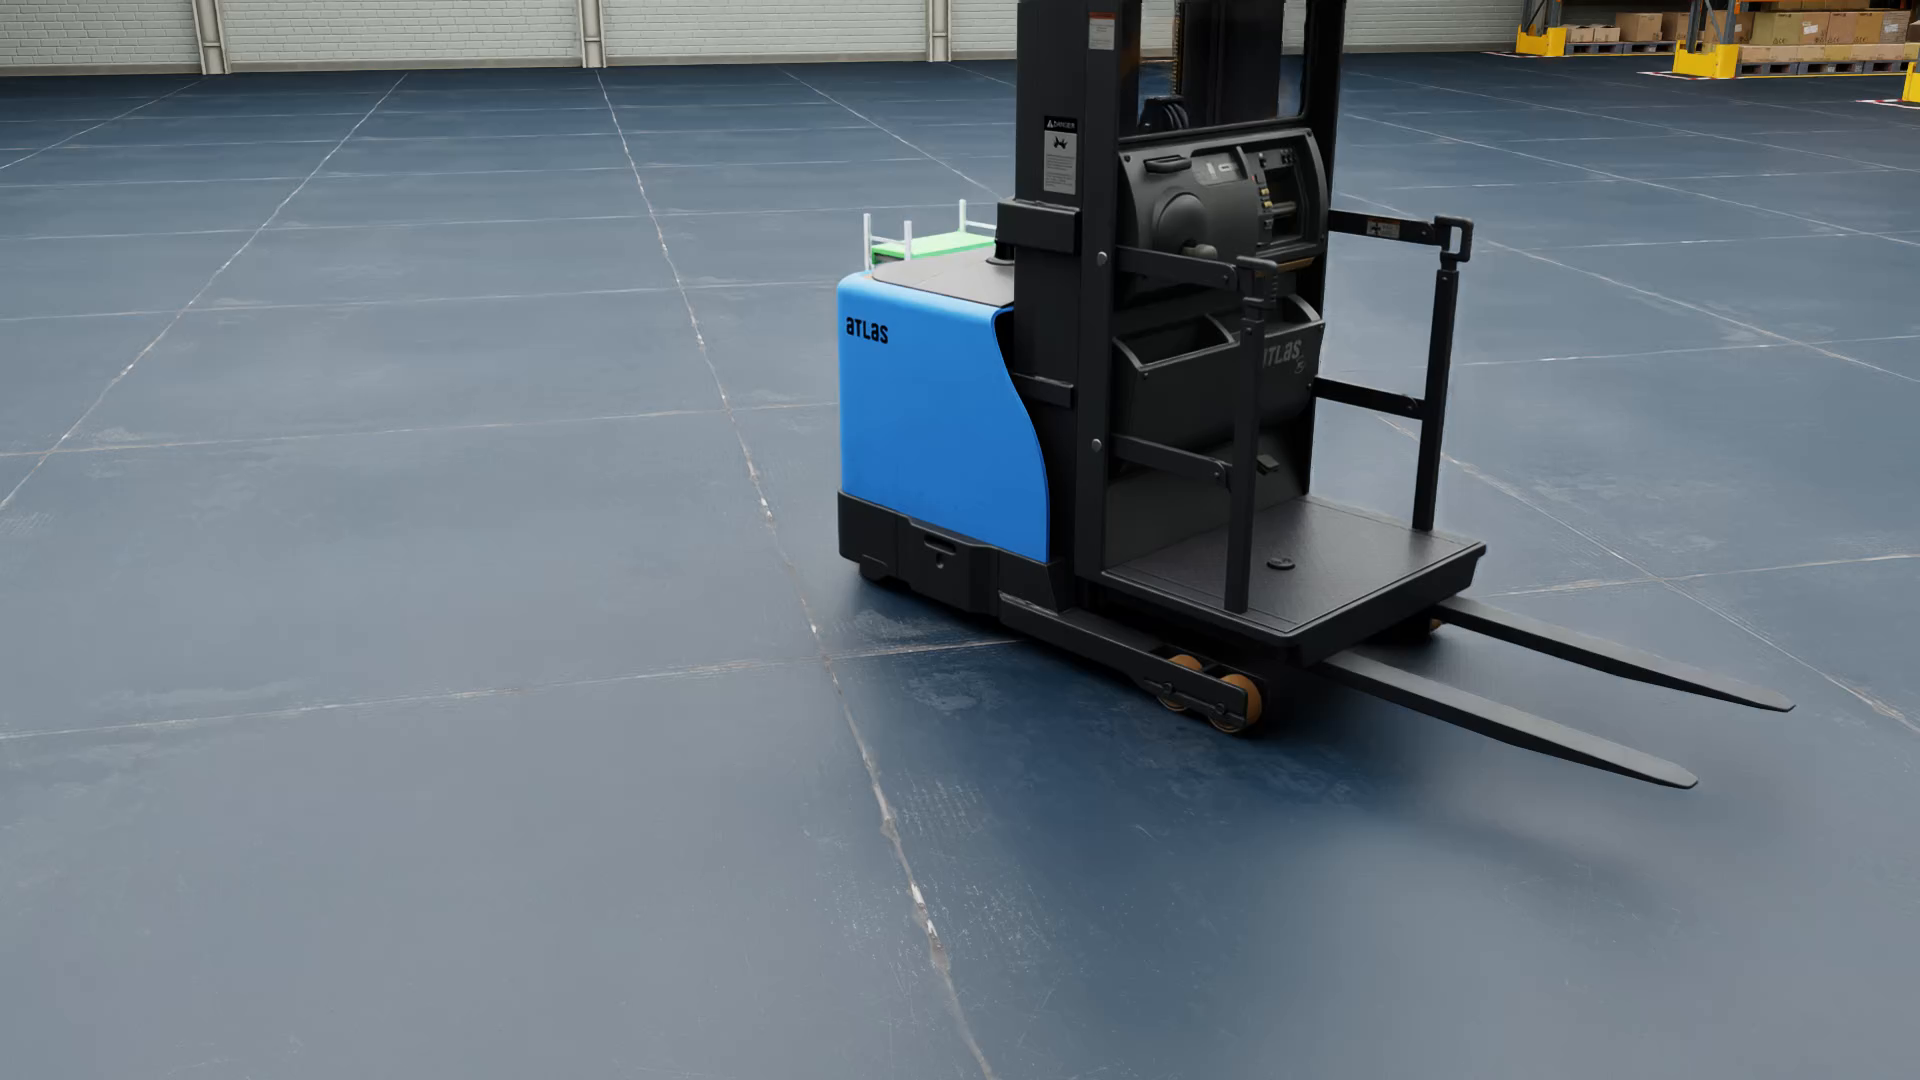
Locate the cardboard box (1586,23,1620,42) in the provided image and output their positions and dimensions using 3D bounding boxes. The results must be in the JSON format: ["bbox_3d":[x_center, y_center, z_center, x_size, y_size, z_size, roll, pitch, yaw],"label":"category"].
[{"bbox_3d":[12.062,-9.554,31.305,0.500,0.311,0.500,-3,20,-8],"label":"cardboard box"}]

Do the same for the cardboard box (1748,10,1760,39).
[{"bbox_3d":[15.418,-9.954,32.121,0.500,0.500,0.700,-4,20,-11],"label":"cardboard box"}]

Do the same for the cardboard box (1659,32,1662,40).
[{"bbox_3d":[13.145,-9.605,31.680,0.250,0.149,0.380,-6,21,-17],"label":"cardboard box"}]

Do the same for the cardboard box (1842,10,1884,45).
[{"bbox_3d":[14.474,-8.271,26.829,0.500,0.500,0.500,-5,21,-12],"label":"cardboard box"}]

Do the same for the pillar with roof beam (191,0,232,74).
[{"bbox_3d":[-11.070,-10.362,21.518,0.400,9.000,9.100,-5,21,-12],"label":"pillar with roof beam"}]

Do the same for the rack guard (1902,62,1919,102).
[{"bbox_3d":[13.156,-6.072,22.164,0.348,0.500,1.175,-5,21,-12],"label":"rack guard"}]

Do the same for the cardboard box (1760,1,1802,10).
[{"bbox_3d":[15.846,-10.342,32.090,0.500,0.250,0.500,-5,21,-14],"label":"cardboard box"}]

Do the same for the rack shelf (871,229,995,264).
[{"bbox_3d":[-0.087,-1.049,6.223,0.480,0.148,0.258,-18,27,-41],"label":"rack shelf"}]

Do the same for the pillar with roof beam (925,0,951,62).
[{"bbox_3d":[0.608,-11.311,24.111,0.400,9.000,9.100,-5,21,-12],"label":"pillar with roof beam"}]

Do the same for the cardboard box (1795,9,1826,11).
[{"bbox_3d":[13.867,-8.406,27.198,0.500,0.500,0.500,-5,21,-12],"label":"cardboard box"}]

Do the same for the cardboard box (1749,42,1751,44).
[{"bbox_3d":[12.895,-7.974,27.108,0.500,0.250,0.500,-5,21,-12],"label":"cardboard box"}]

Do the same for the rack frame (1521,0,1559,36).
[{"bbox_3d":[10.813,-10.540,30.728,0.127,3.000,1.000,-5,21,-12],"label":"rack frame"}]

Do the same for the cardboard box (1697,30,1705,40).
[{"bbox_3d":[14.192,-9.681,31.861,0.250,0.166,0.380,-7,21,-20],"label":"cardboard box"}]

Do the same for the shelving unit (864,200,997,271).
[{"bbox_3d":[-0.087,-0.658,6.366,0.503,1.200,0.258,-18,27,-41],"label":"shelving unit"}]

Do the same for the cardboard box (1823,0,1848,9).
[{"bbox_3d":[16.841,-10.418,32.297,0.500,0.250,0.500,-5,21,-13],"label":"cardboard box"}]

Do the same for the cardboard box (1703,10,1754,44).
[{"bbox_3d":[12.410,-8.283,26.862,0.500,0.500,0.500,-5,21,-12],"label":"cardboard box"}]

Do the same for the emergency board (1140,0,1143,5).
[{"bbox_3d":[3.030,-10.233,29.889,0.626,1.169,0.157,-5,21,-12],"label":"emergency board"}]

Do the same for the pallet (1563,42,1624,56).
[{"bbox_3d":[11.686,-9.289,31.367,1.213,0.211,1.003,-5,21,-12],"label":"pallet"}]

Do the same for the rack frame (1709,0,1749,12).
[{"bbox_3d":[14.706,-10.857,31.592,0.127,3.000,1.000,-5,21,-12],"label":"rack frame"}]

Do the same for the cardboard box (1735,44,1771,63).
[{"bbox_3d":[12.530,-7.757,26.515,0.500,0.250,0.500,-5,21,-12],"label":"cardboard box"}]

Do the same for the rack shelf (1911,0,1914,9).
[{"bbox_3d":[17.796,-9.020,27.622,4.000,0.370,1.077,-5,21,-12],"label":"rack shelf"}]

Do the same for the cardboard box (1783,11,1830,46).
[{"bbox_3d":[13.500,-8.193,26.616,0.500,0.500,0.500,-5,21,-12],"label":"cardboard box"}]

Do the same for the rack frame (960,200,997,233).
[{"bbox_3d":[0.088,-0.716,6.526,0.015,1.200,0.240,-18,27,-41],"label":"rack frame"}]

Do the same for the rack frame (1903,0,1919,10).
[{"bbox_3d":[15.850,-9.199,27.066,0.127,3.000,1.000,-5,21,-12],"label":"rack frame"}]

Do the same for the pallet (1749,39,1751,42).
[{"bbox_3d":[15.463,-9.610,32.241,1.213,0.211,1.003,-5,21,-12],"label":"pallet"}]

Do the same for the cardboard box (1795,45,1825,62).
[{"bbox_3d":[13.502,-7.837,26.734,0.500,0.250,0.500,-5,21,-12],"label":"cardboard box"}]

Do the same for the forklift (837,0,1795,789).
[{"bbox_3d":[0.951,-1.020,4.838,1.130,2.935,3.031,-18,27,-41],"label":"forklift"}]

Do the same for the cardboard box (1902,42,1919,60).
[{"bbox_3d":[15.449,-7.995,27.167,0.500,0.250,0.500,-5,21,-12],"label":"cardboard box"}]

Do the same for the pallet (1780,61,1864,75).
[{"bbox_3d":[13.876,-7.743,27.145,1.213,0.211,1.003,-5,21,-12],"label":"pallet"}]

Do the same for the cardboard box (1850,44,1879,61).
[{"bbox_3d":[14.476,-7.915,26.947,0.500,0.250,0.500,-5,21,-12],"label":"cardboard box"}]

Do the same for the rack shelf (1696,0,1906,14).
[{"bbox_3d":[13.903,-8.703,26.758,4.000,0.370,1.077,-5,21,-12],"label":"rack shelf"}]

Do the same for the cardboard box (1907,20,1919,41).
[{"bbox_3d":[16.178,-8.497,27.720,0.500,0.311,0.500,-5,21,-12],"label":"cardboard box"}]
